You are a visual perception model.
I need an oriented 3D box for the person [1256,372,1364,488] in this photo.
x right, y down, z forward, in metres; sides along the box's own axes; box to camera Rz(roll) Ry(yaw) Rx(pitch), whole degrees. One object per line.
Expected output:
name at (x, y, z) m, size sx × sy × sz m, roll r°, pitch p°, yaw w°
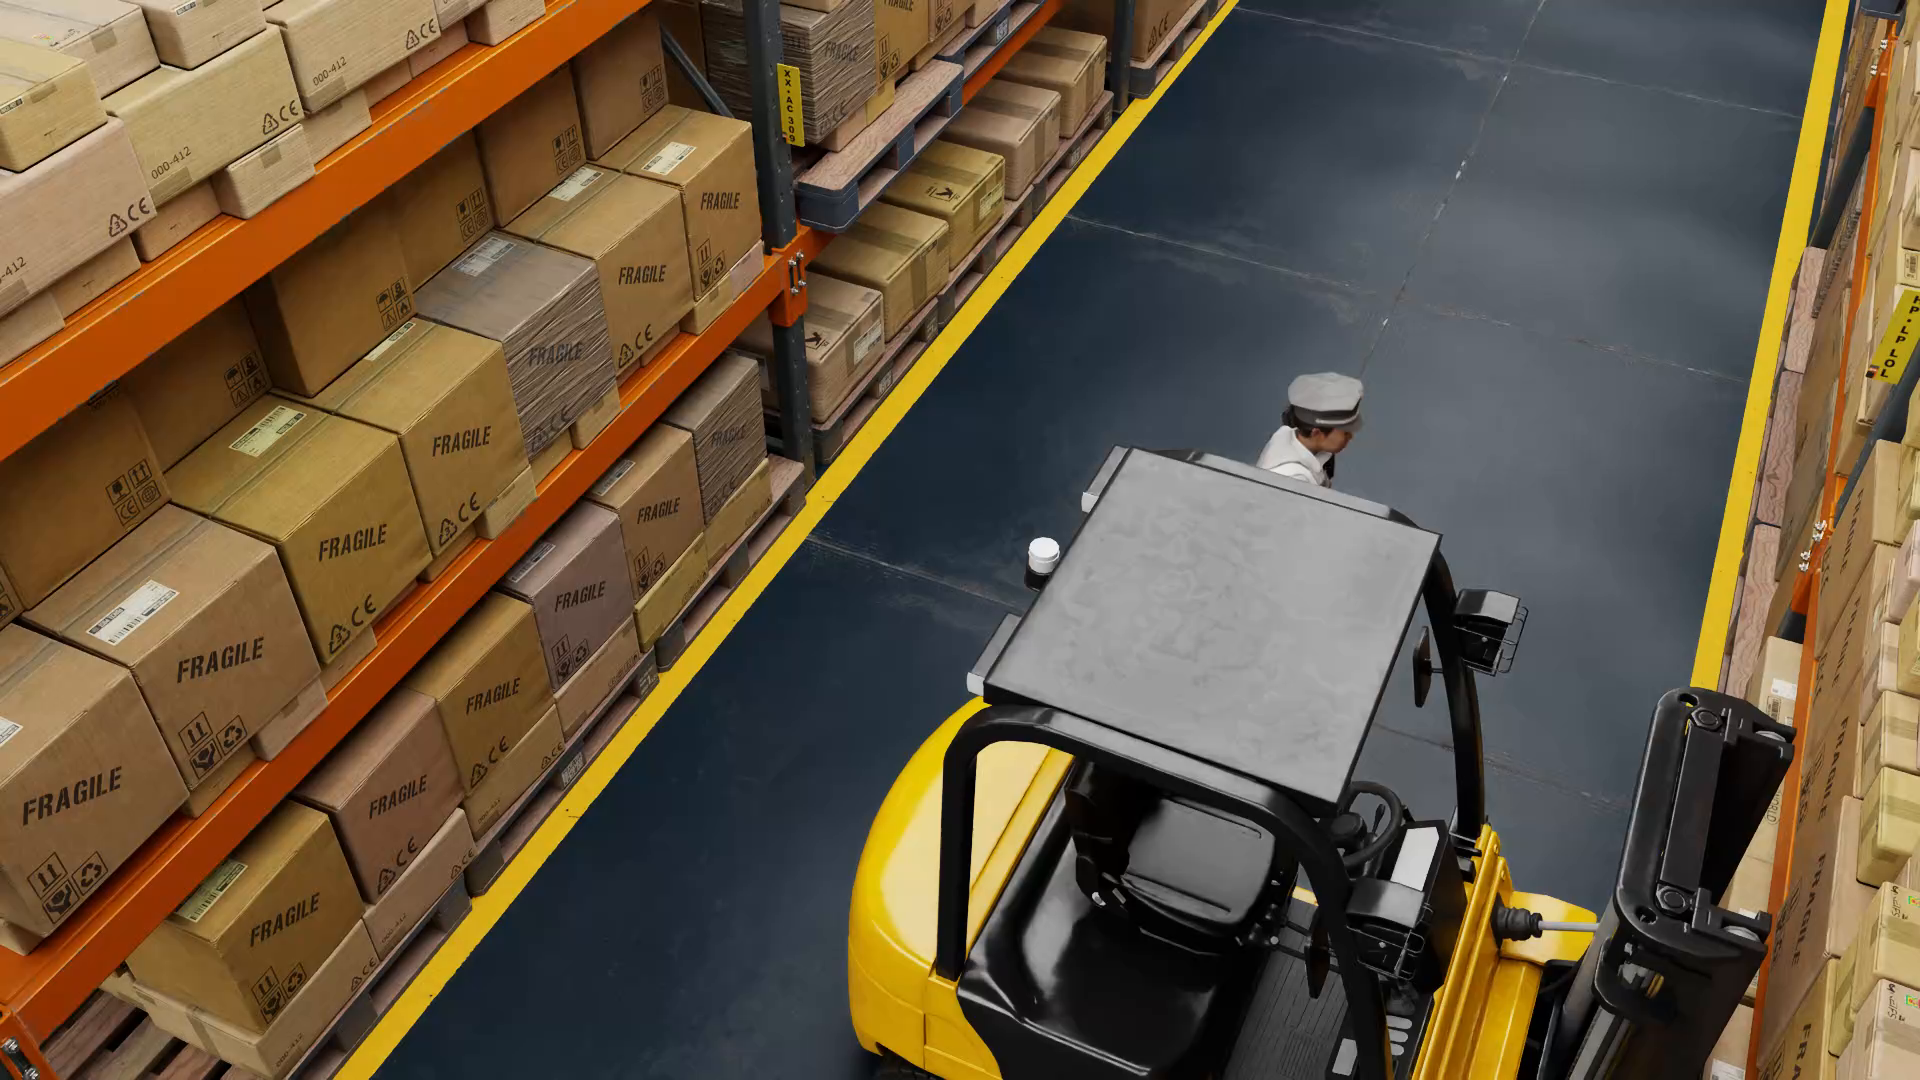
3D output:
person at (1.157, 0.108, 6.039) m, size 0.376 × 1.663 × 0.544 m, roll 15°, pitch 44°, yaw 16°
